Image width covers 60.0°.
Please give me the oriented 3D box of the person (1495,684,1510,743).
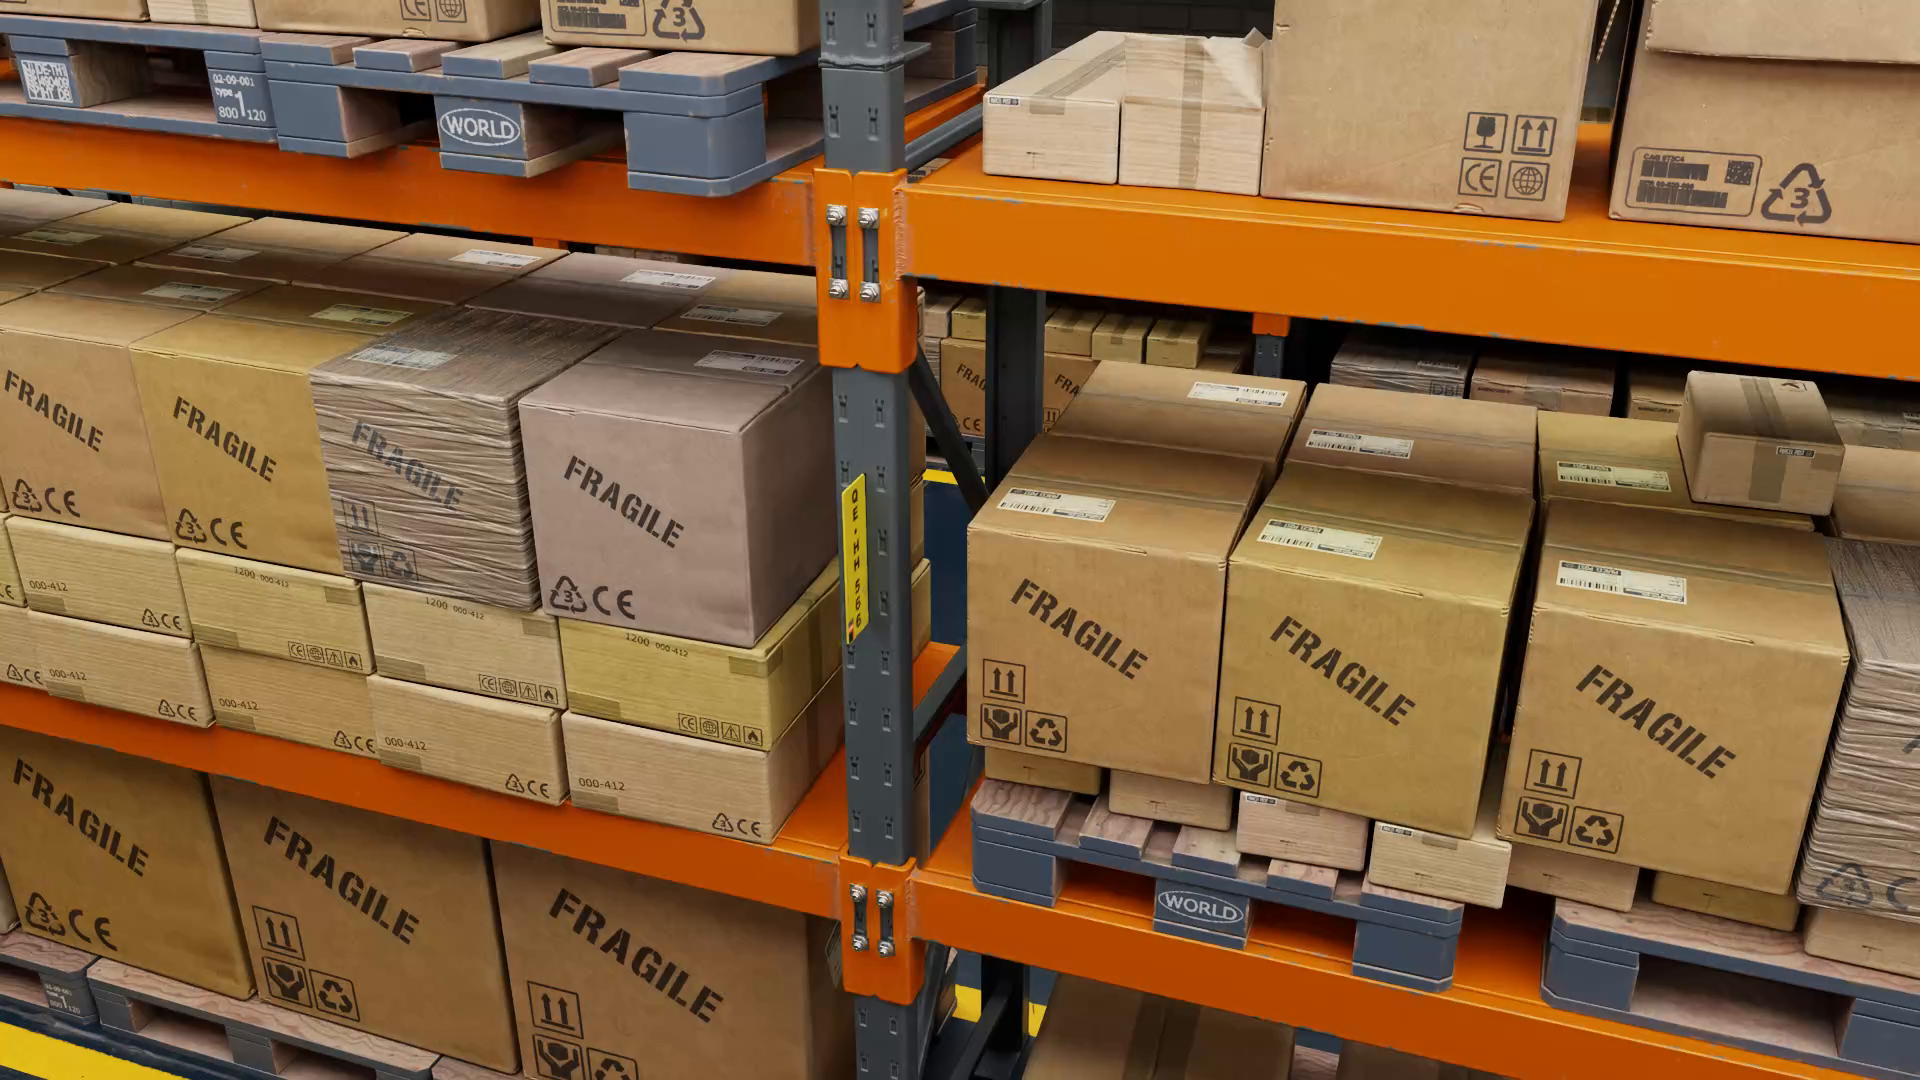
[{"bbox_3d":[1.657,0.496,5.073,0.692,1.735,0.624,10,27,20],"label":"person"}]
